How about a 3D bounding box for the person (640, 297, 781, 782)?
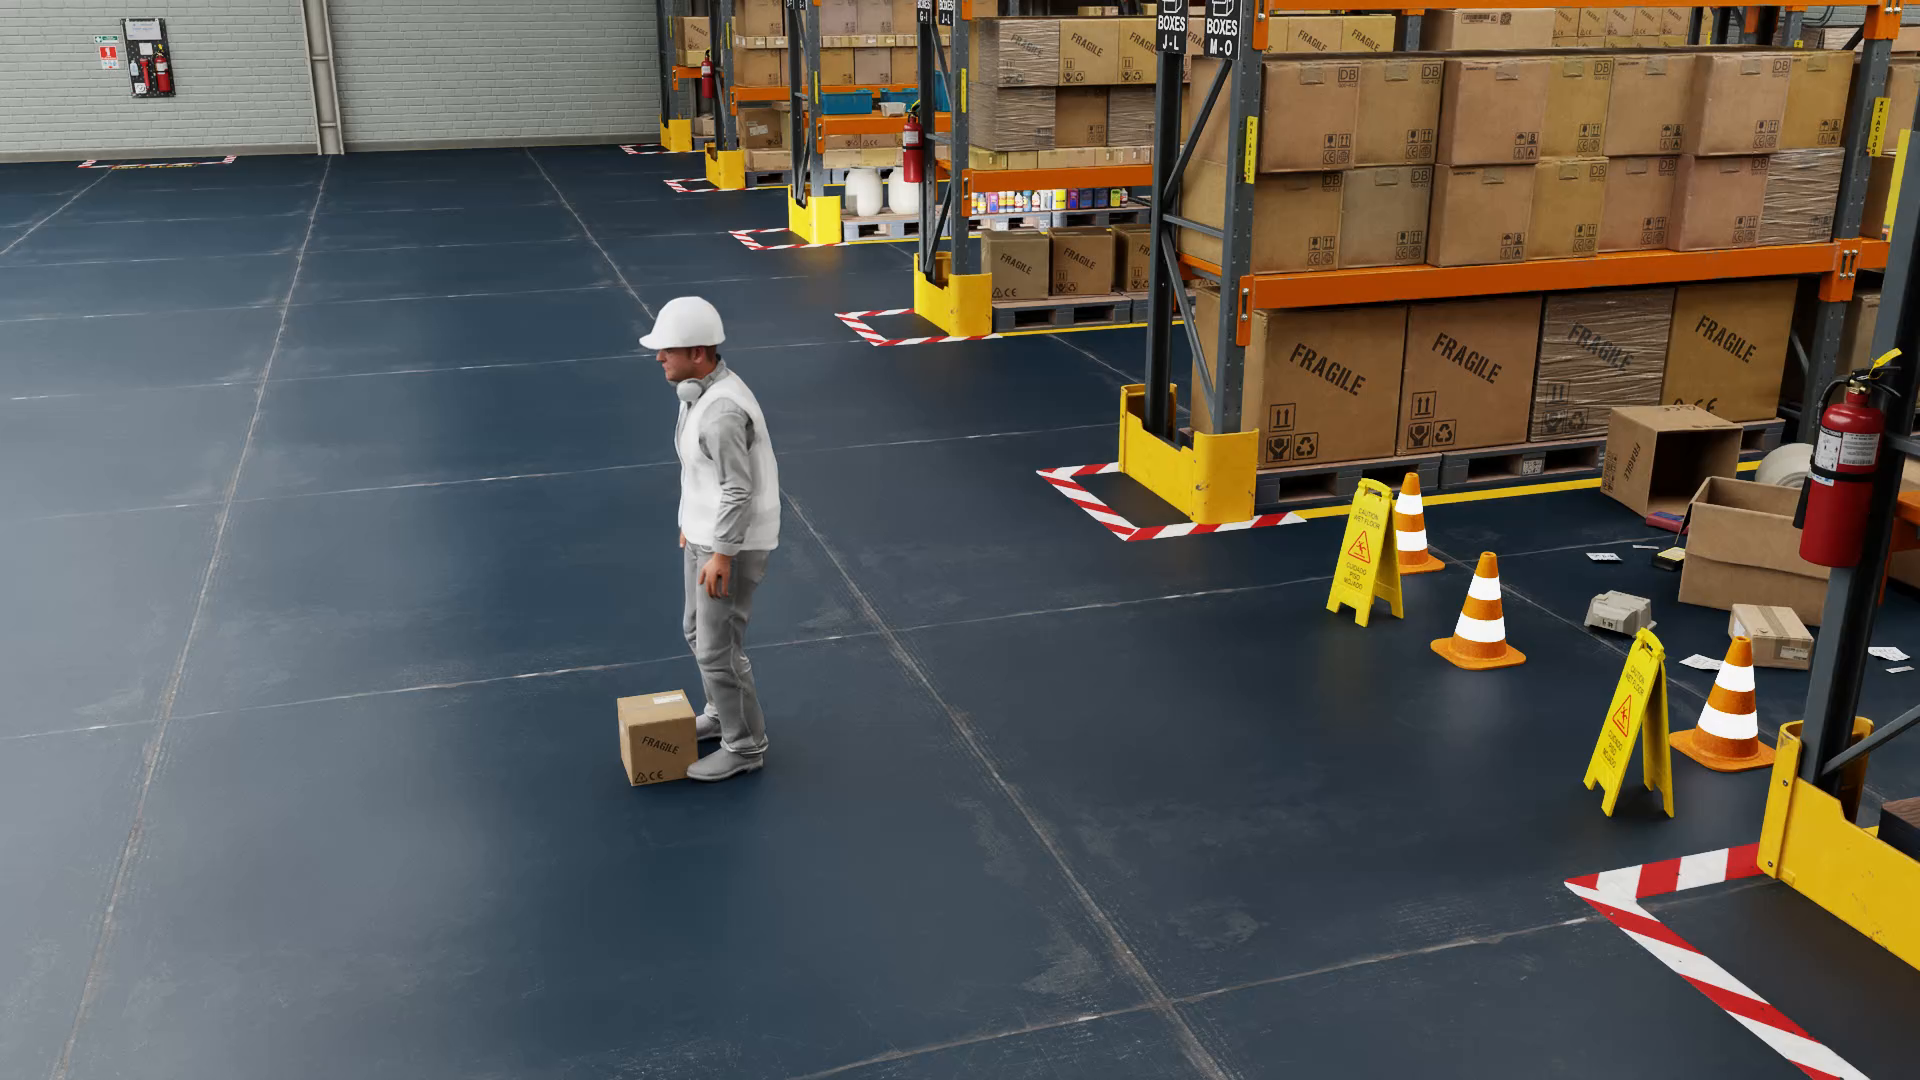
[{"bbox_3d":[-0.889,-0.011,6.056,0.461,1.772,0.580,-6,20,-17],"label":"person"}]
